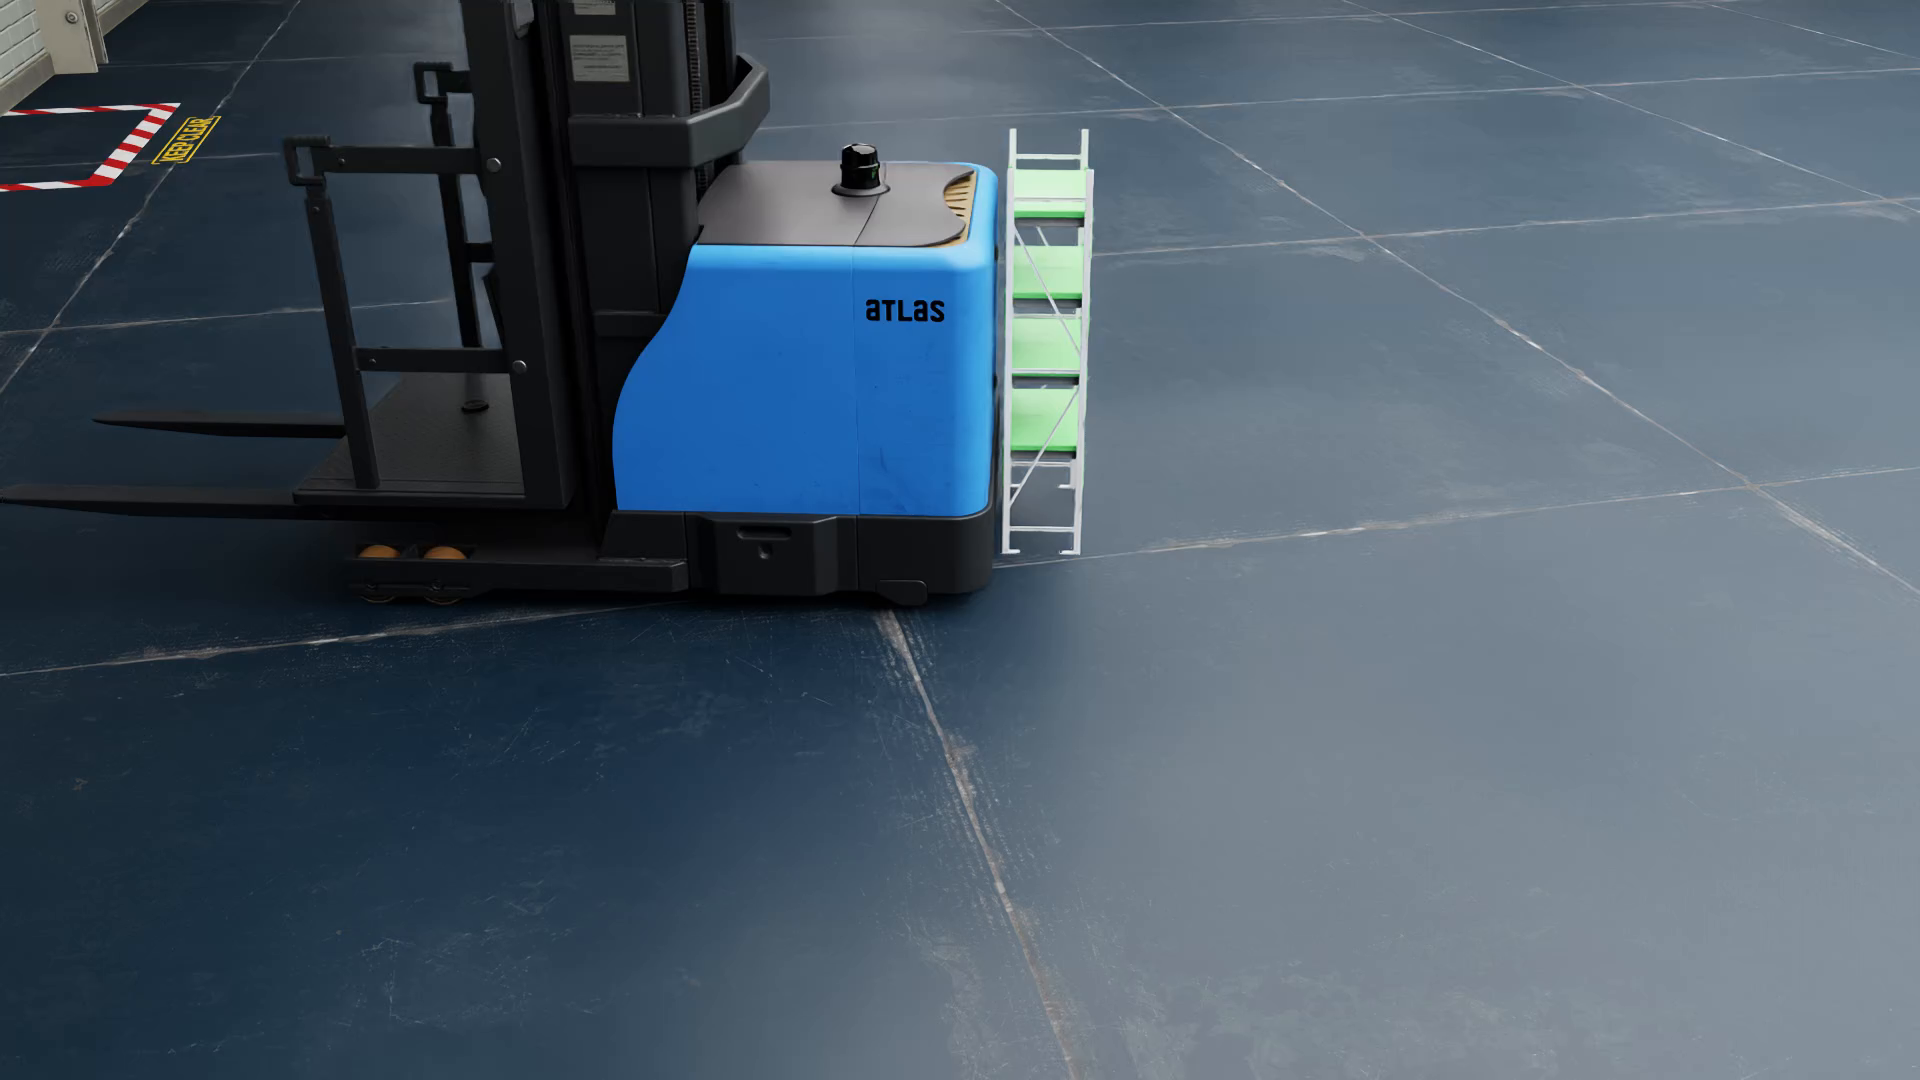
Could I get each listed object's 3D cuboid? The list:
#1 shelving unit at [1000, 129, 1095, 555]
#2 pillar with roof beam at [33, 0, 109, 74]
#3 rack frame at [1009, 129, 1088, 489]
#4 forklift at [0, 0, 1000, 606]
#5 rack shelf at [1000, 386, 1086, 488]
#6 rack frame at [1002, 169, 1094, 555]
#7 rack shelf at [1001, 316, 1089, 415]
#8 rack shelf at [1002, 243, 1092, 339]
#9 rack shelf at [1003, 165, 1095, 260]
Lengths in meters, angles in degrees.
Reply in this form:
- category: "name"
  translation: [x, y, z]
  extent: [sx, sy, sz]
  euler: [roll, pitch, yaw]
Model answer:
- category: "shelving unit"
  translation: [0.261, -0.604, 5.116]
  extent: [0.258, 1.200, 0.503]
  euler: [1, 27, 2]
- category: "pillar with roof beam"
  translation: [-2.156, -7.859, 10.833]
  extent: [9.100, 9.000, 0.400]
  euler: [-6, 27, -12]
- category: "rack frame"
  translation: [0.271, -0.714, 5.333]
  extent: [0.240, 1.200, 0.015]
  euler: [1, 27, 2]
- category: "forklift"
  translation: [-1.402, -1.355, 4.682]
  extent: [3.031, 2.935, 1.130]
  euler: [1, 27, 2]
- category: "rack shelf"
  translation: [0.261, -0.333, 5.253]
  extent: [0.258, 0.148, 0.480]
  euler: [1, 27, 2]
- category: "rack frame"
  translation: [0.252, -0.494, 4.898]
  extent: [0.240, 1.200, 0.015]
  euler: [1, 27, 2]
- category: "rack shelf"
  translation: [0.261, -0.547, 5.144]
  extent: [0.258, 0.148, 0.480]
  euler: [1, 27, 2]
- category: "rack shelf"
  translation: [0.261, -0.762, 5.036]
  extent: [0.258, 0.148, 0.480]
  euler: [1, 27, 2]
- category: "rack shelf"
  translation: [0.261, -0.976, 4.928]
  extent: [0.258, 0.148, 0.480]
  euler: [1, 27, 2]
